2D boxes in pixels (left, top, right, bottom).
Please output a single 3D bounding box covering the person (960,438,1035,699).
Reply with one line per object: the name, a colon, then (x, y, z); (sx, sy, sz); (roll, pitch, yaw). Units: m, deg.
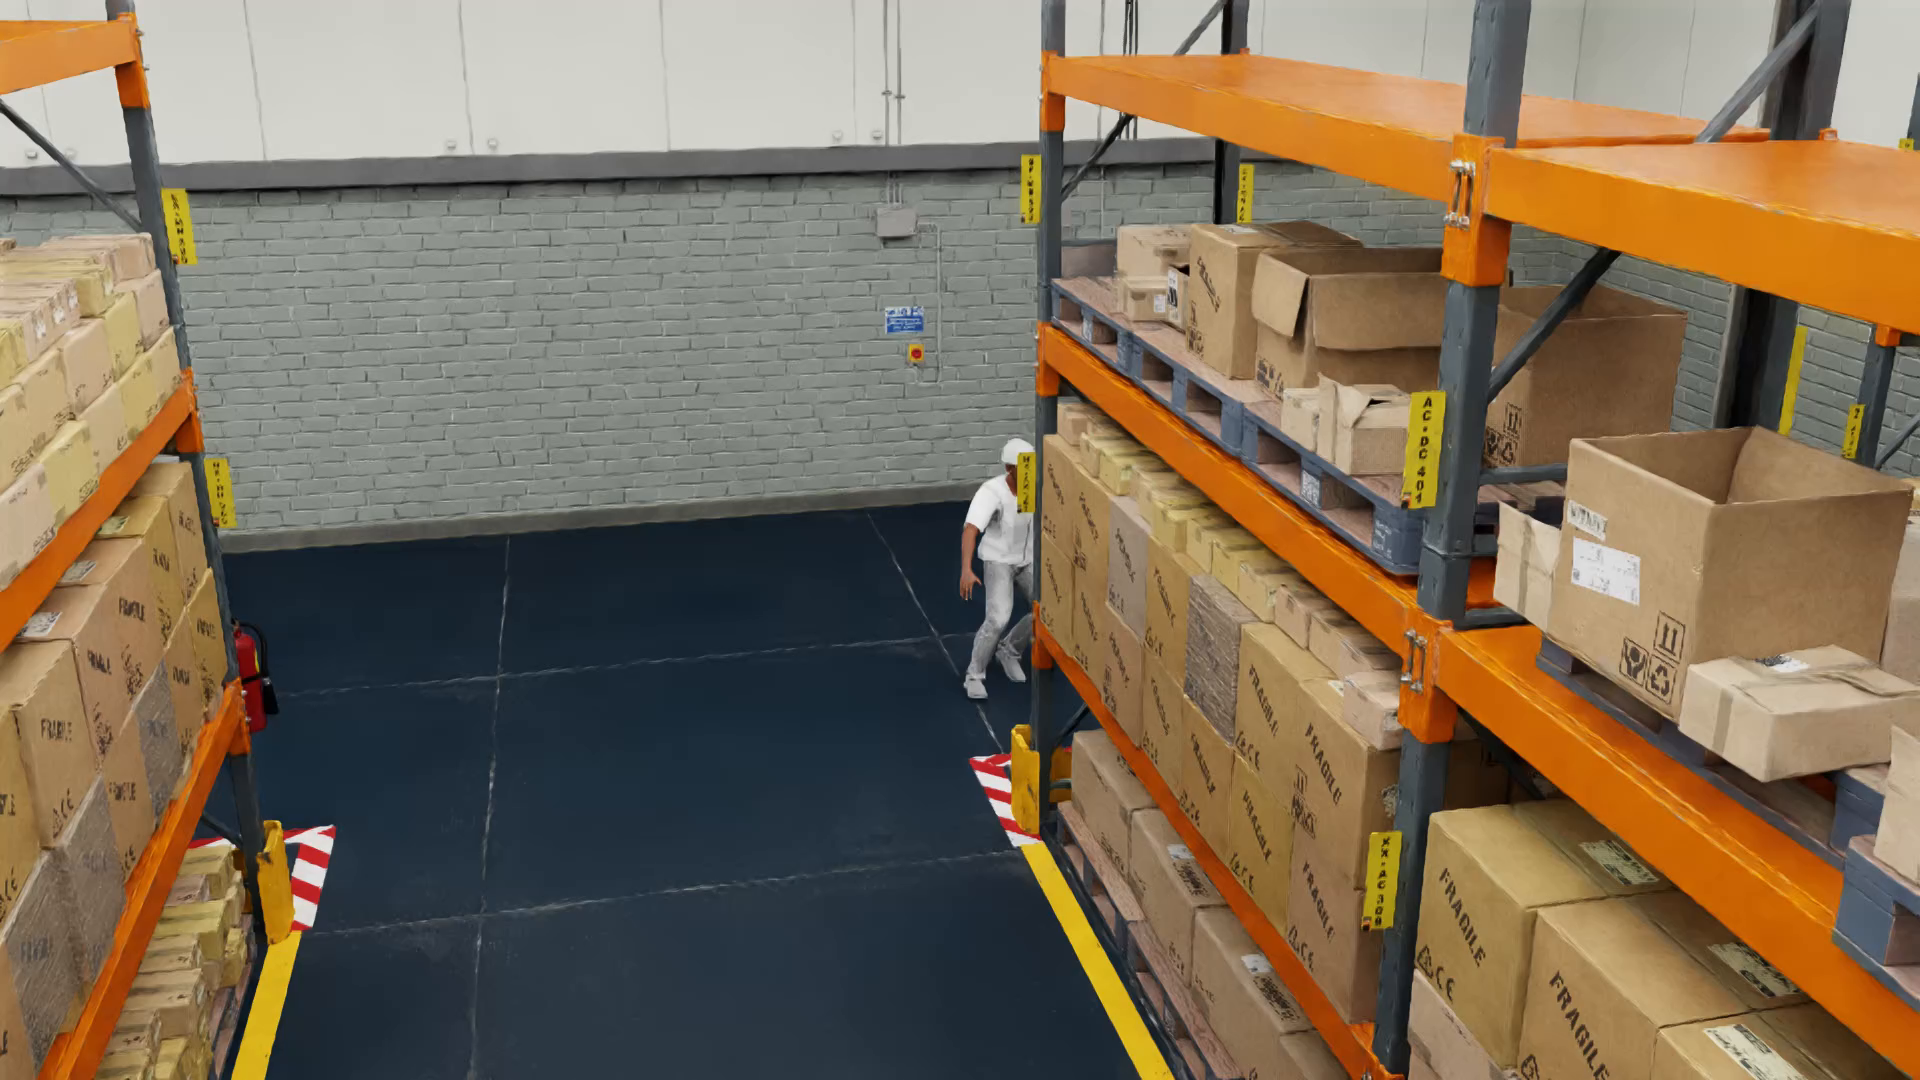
person: (0.304, 0.160, 10.780); (0.968, 1.686, 0.501); (-15, 25, -37)
